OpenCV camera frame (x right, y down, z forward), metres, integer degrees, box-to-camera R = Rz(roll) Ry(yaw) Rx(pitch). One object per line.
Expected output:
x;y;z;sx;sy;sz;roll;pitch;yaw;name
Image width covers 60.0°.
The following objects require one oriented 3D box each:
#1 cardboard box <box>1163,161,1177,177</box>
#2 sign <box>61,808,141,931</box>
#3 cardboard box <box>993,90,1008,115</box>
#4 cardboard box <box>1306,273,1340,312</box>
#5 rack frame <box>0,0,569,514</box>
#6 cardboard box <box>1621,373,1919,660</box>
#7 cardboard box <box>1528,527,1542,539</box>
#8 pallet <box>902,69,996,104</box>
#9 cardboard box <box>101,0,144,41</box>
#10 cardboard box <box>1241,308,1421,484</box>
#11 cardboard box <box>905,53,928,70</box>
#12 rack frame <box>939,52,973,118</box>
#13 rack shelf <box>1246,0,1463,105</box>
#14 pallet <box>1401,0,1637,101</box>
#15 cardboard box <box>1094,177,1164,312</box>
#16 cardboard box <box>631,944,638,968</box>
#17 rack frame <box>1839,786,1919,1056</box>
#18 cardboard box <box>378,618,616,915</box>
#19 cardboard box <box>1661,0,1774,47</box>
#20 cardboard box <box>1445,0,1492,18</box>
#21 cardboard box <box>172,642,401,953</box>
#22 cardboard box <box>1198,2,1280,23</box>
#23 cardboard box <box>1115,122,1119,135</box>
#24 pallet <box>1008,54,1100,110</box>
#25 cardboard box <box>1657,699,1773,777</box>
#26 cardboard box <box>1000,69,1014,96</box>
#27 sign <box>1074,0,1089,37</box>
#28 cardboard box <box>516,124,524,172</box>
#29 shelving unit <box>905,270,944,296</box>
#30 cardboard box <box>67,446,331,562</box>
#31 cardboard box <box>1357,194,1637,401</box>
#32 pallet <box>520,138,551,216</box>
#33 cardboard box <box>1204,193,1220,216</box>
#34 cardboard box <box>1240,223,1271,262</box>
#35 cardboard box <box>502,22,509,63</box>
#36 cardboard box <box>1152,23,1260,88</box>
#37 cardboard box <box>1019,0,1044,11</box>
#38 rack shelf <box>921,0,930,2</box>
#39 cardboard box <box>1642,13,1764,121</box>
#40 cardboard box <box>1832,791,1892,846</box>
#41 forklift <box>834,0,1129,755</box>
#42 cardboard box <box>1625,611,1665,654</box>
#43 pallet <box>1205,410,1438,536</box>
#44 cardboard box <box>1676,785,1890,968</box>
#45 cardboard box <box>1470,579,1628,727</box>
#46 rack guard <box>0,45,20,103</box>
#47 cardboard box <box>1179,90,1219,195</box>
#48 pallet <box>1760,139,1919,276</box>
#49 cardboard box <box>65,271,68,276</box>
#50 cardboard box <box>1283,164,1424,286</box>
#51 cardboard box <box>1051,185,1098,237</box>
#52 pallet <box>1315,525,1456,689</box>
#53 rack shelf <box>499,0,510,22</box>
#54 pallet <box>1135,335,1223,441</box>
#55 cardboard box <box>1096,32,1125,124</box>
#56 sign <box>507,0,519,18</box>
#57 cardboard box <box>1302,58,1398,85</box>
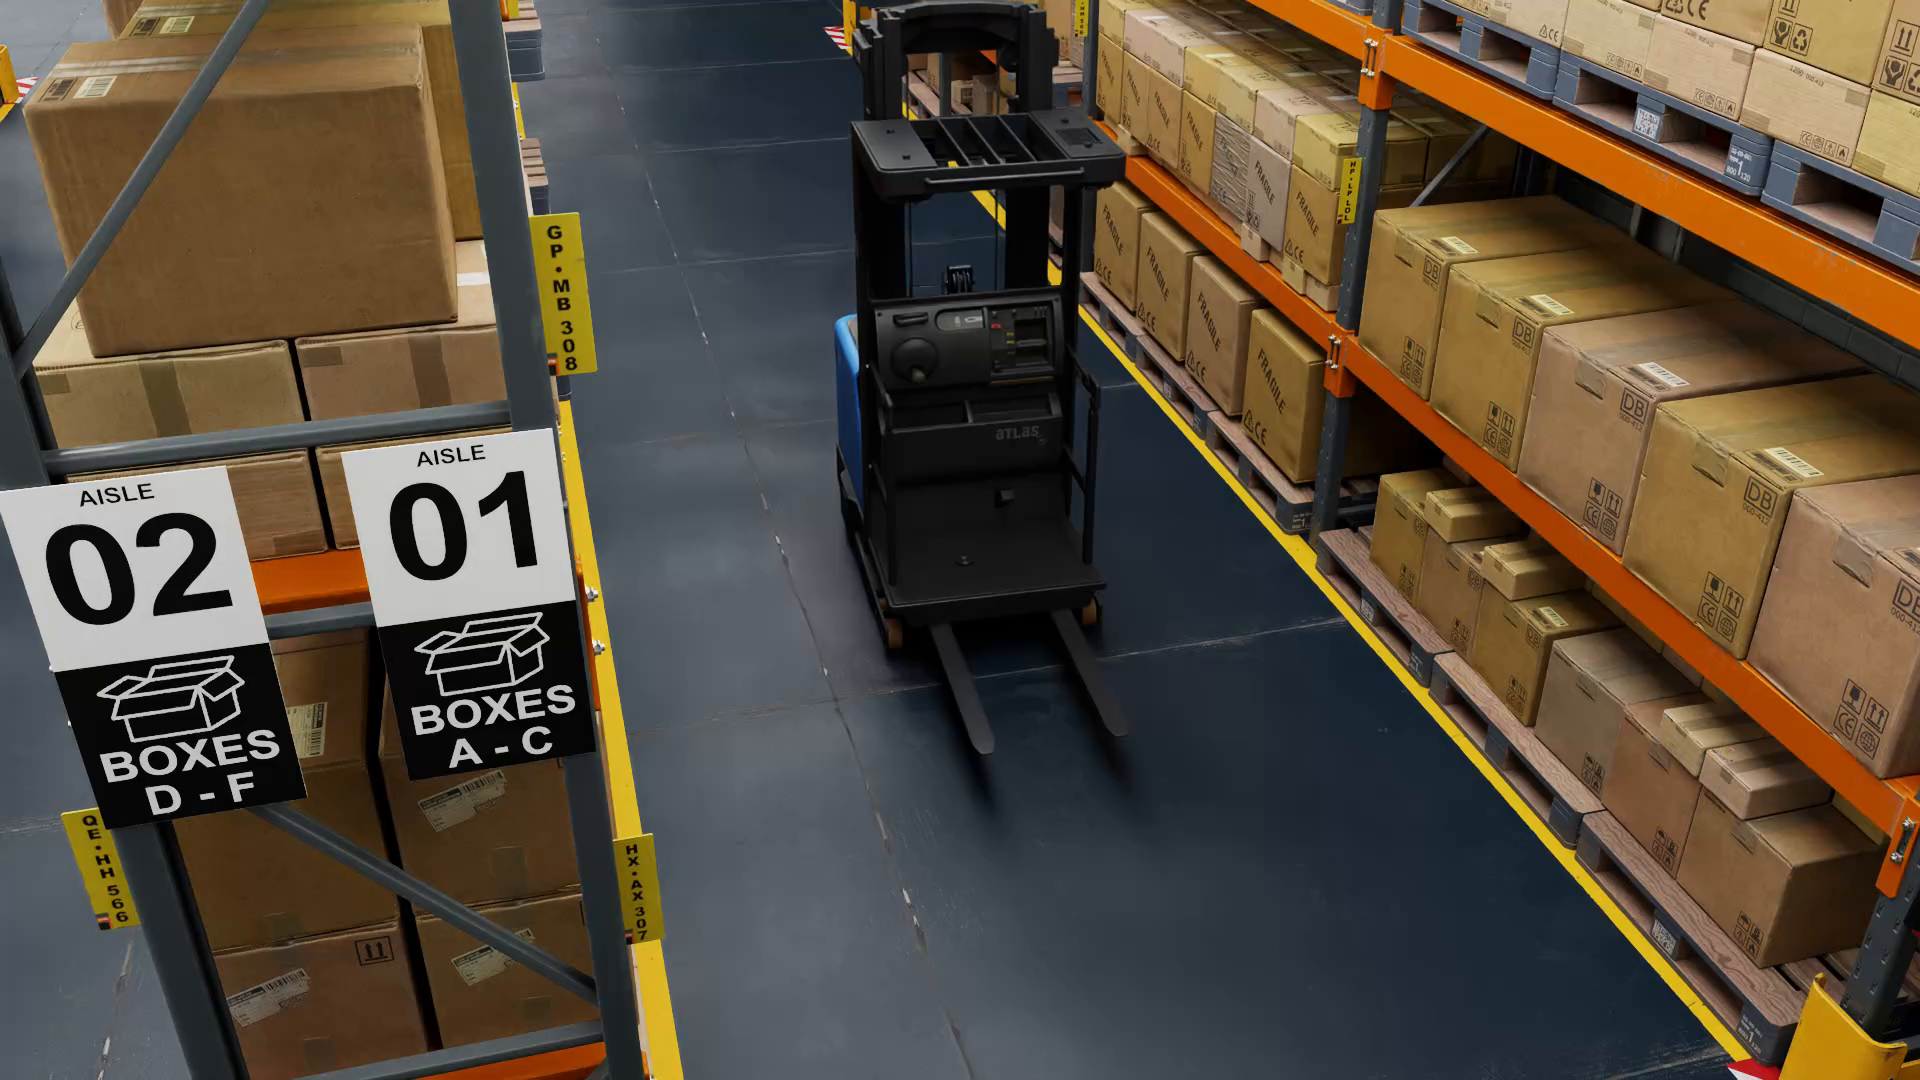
1.537;-2.463;10.741;0.380;0.149;0.250;-7;31;-12;cardboard box
-1.829;0.706;3.564;0.100;0.325;0.005;-8;31;-13;sign
0.698;-3.689;14.684;0.700;0.500;0.500;-8;31;-14;cardboard box
2.062;-1.338;8.798;0.380;0.149;0.250;-8;31;-13;cardboard box
-1.289;-1.316;2.541;1.000;3.000;0.127;-8;31;-13;rack frame
3.138;-0.105;6.138;0.980;0.700;0.700;-8;31;-14;cardboard box
2.890;-0.033;7.742;0.380;0.149;0.250;-9;31;-15;cardboard box
-0.238;-4.879;17.469;1.003;0.211;1.213;-8;31;-13;pallet
-1.728;-1.220;4.271;0.700;0.500;0.500;-8;31;-13;cardboard box
2.127;-0.860;9.469;0.750;0.750;0.750;-7;31;-13;cardboard box
-0.366;-5.234;17.355;0.700;0.500;0.500;-10;31;-16;cardboard box
0.301;-5.176;15.199;1.000;3.000;0.127;-8;31;-13;rack frame
1.894;-3.265;9.621;1.077;0.370;4.000;-8;31;-13;rack shelf
2.632;-2.176;7.109;1.003;0.211;1.213;-8;31;-13;pallet
1.432;-2.123;11.650;0.750;0.750;0.750;-8;31;-14;cardboard box
-1.425;1.496;5.976;0.500;0.250;0.500;-8;31;-13;cardboard box
3.483;0.620;5.185;0.949;2.616;0.053;-8;31;-13;rack frame
-1.152;0.555;4.200;0.500;0.500;0.500;-7;31;-12;cardboard box
2.760;-1.975;5.555;0.500;0.500;0.500;-9;31;-15;cardboard box
2.354;-2.402;7.042;0.500;0.250;0.500;-8;31;-13;cardboard box
-1.672;0.626;4.077;0.500;0.500;0.500;-8;31;-14;cardboard box
1.868;-3.314;10.816;0.500;0.250;0.500;-9;31;-15;cardboard box
1.286;-2.832;11.378;0.380;0.149;0.250;-7;31;-13;cardboard box
1.071;-3.491;12.479;1.213;0.211;1.003;-8;31;-13;pallet
2.926;0.753;6.383;0.380;0.149;0.250;-7;31;-12;cardboard box
0.633;-4.044;14.550;0.500;0.250;0.500;-8;31;-14;cardboard box
0.842;-3.634;11.458;0.100;0.325;0.005;-8;31;-13;sign
-1.439;-0.935;4.528;0.500;0.250;0.500;-8;31;-13;cardboard box
-0.190;-0.971;9.731;0.258;1.200;0.189;-6;31;-11;shelving unit
-1.679;-0.166;3.698;0.500;0.250;0.500;-8;31;-13;cardboard box
2.553;-1.178;7.991;0.980;0.700;0.700;-7;31;-13;cardboard box
-3.164;-2.183;10.218;1.213;0.211;1.003;-8;31;-13;pallet
1.708;-2.087;10.092;0.380;0.149;0.250;-7;31;-12;cardboard box
1.820;-1.708;9.437;0.380;0.149;0.250;-8;31;-13;cardboard box
-1.830;-1.661;5.782;0.500;0.250;0.500;-8;31;-13;cardboard box
1.515;-2.996;10.266;0.500;0.250;0.500;-8;31;-13;cardboard box
0.877;-4.302;13.150;0.700;0.500;0.500;-8;31;-13;cardboard box
-0.229;-5.831;17.048;1.077;0.370;4.000;-8;31;-13;rack shelf
2.754;-1.659;5.759;0.500;0.250;0.500;-9;31;-15;cardboard box
3.430;0.948;6.047;0.380;0.149;0.250;-8;31;-13;cardboard box
0.096;-0.924;7.921;1.130;2.935;3.031;-6;31;-11;forklift
3.092;0.336;7.104;0.380;0.149;0.250;-8;31;-13;cardboard box
2.147;-0.468;9.848;1.003;0.211;1.213;-8;31;-13;pallet
3.204;1.195;6.267;0.700;0.500;0.500;-8;31;-13;cardboard box
2.789;0.454;7.548;0.700;0.500;0.500;-7;31;-12;cardboard box
-10.246;-4.679;16.834;1.175;0.500;0.348;-8;31;-13;rack guard
1.652;-2.412;10.006;0.500;0.500;0.500;-7;31;-12;cardboard box
3.279;-0.997;5.073;1.003;0.211;1.213;-8;31;-13;pallet
-1.804;-0.625;3.992;0.500;0.250;0.500;-8;31;-13;cardboard box
2.059;-1.682;8.746;0.500;0.500;0.500;-8;31;-14;cardboard box
1.122;-2.694;12.966;0.700;0.500;0.500;-7;31;-13;cardboard box
2.551;0.272;8.569;1.003;0.211;1.213;-8;31;-13;pallet
-1.819;-1.970;4.391;1.077;0.370;4.000;-8;31;-13;rack shelf
1.820;-1.058;10.868;1.003;0.211;1.213;-8;31;-13;pallet
1.245;-3.156;11.292;0.500;0.500;0.500;-7;31;-12;cardboard box
-1.829;-2.250;6.632;0.100;0.325;0.005;-8;31;-13;sign
2.271;-2.568;9.526;0.500;0.250;0.500;-9;31;-15;cardboard box
